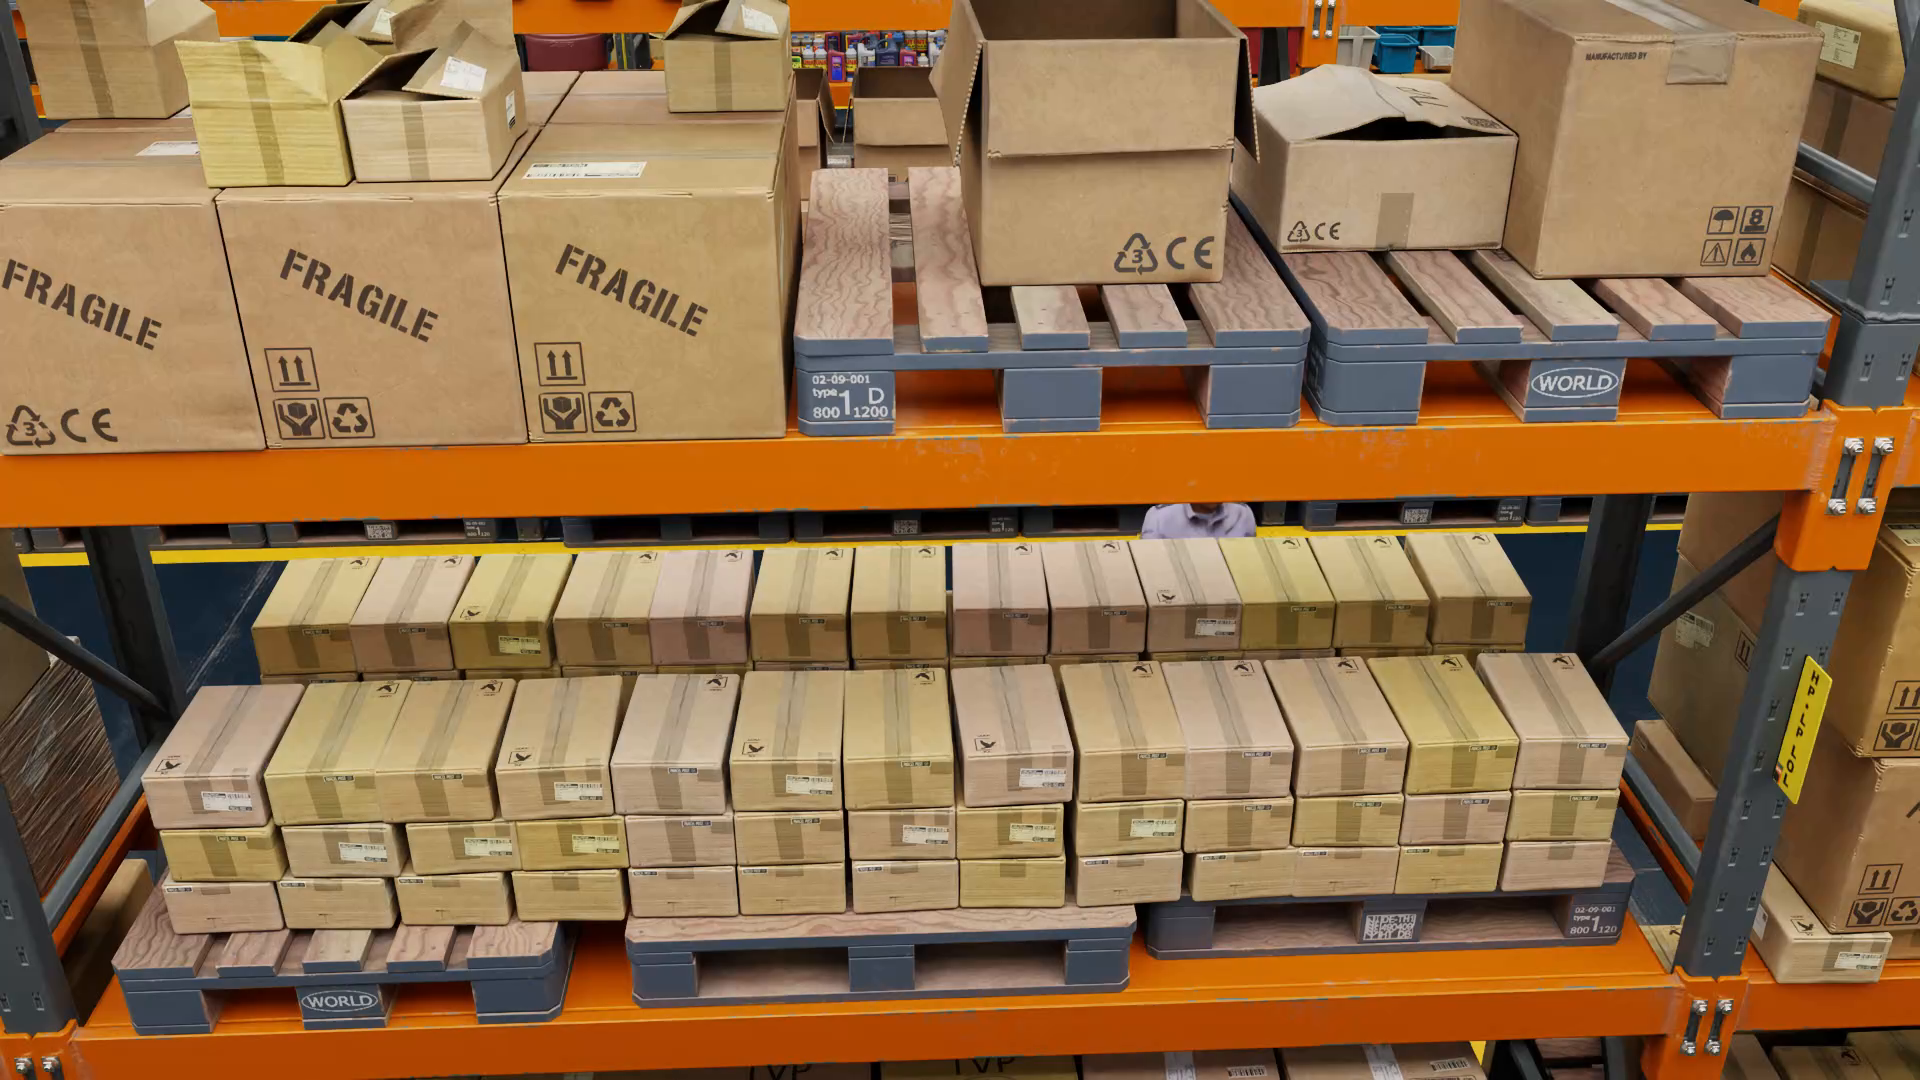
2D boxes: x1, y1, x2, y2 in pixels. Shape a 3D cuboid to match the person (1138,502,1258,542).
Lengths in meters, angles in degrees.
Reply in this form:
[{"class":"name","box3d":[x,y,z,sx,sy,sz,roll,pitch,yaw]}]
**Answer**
[{"class":"person","box3d":[0.922,0.413,6.393,0.497,1.615,0.522,-4,28,-8]}]
